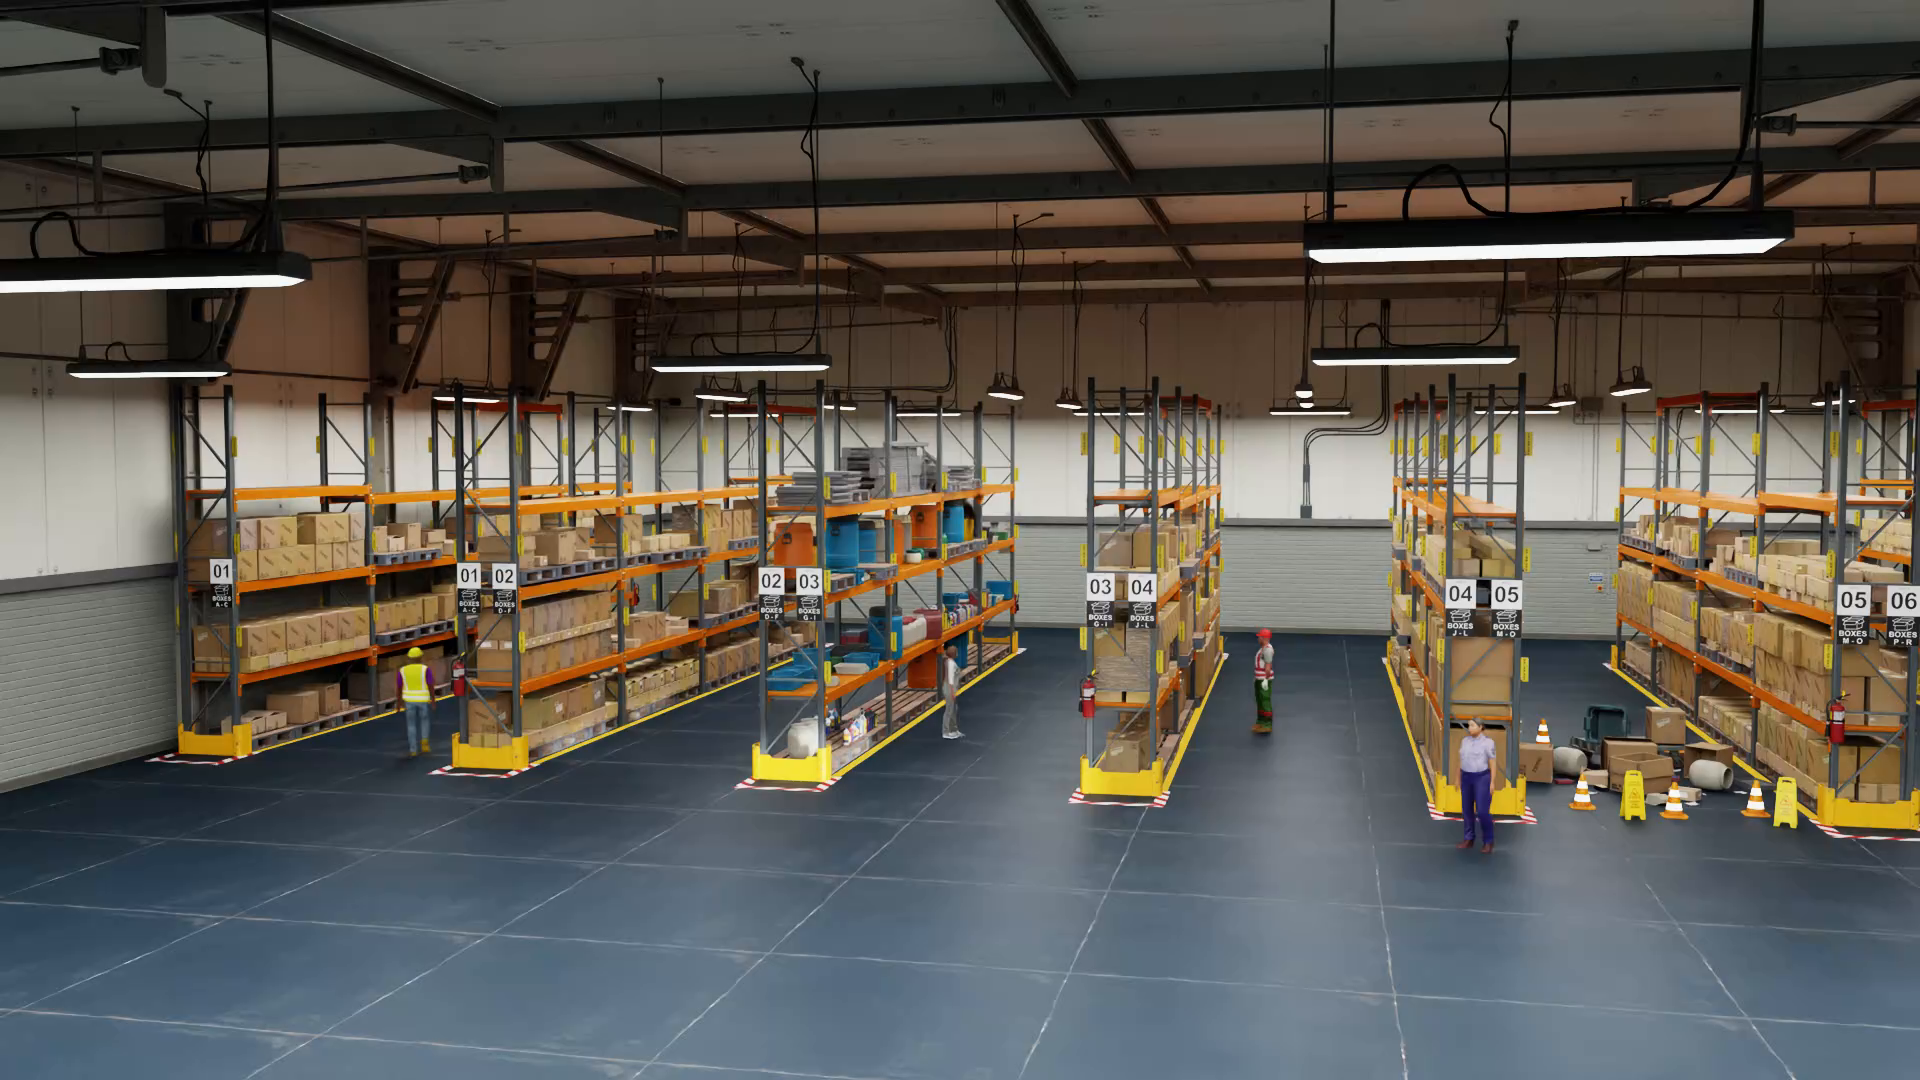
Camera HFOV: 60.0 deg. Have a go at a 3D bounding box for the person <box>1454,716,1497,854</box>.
[{"bbox_3d":[6.396,3.036,20.662,0.358,1.693,0.511,-2,4,-37],"label":"person"}]

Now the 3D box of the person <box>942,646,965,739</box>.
[{"bbox_3d":[-0.108,2.619,28.563,0.417,1.620,0.477,0,3,-2],"label":"person"}]

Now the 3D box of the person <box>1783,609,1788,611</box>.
[{"bbox_3d":[18.786,2.031,37.896,0.495,1.670,0.491,1,3,10],"label":"person"}]

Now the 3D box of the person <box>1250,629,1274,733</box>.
[{"bbox_3d":[5.329,2.464,29.302,0.429,1.788,0.615,0,3,-9],"label":"person"}]

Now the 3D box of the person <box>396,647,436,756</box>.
[{"bbox_3d":[-8.790,2.604,26.859,0.594,1.757,0.517,-2,4,-27],"label":"person"}]
